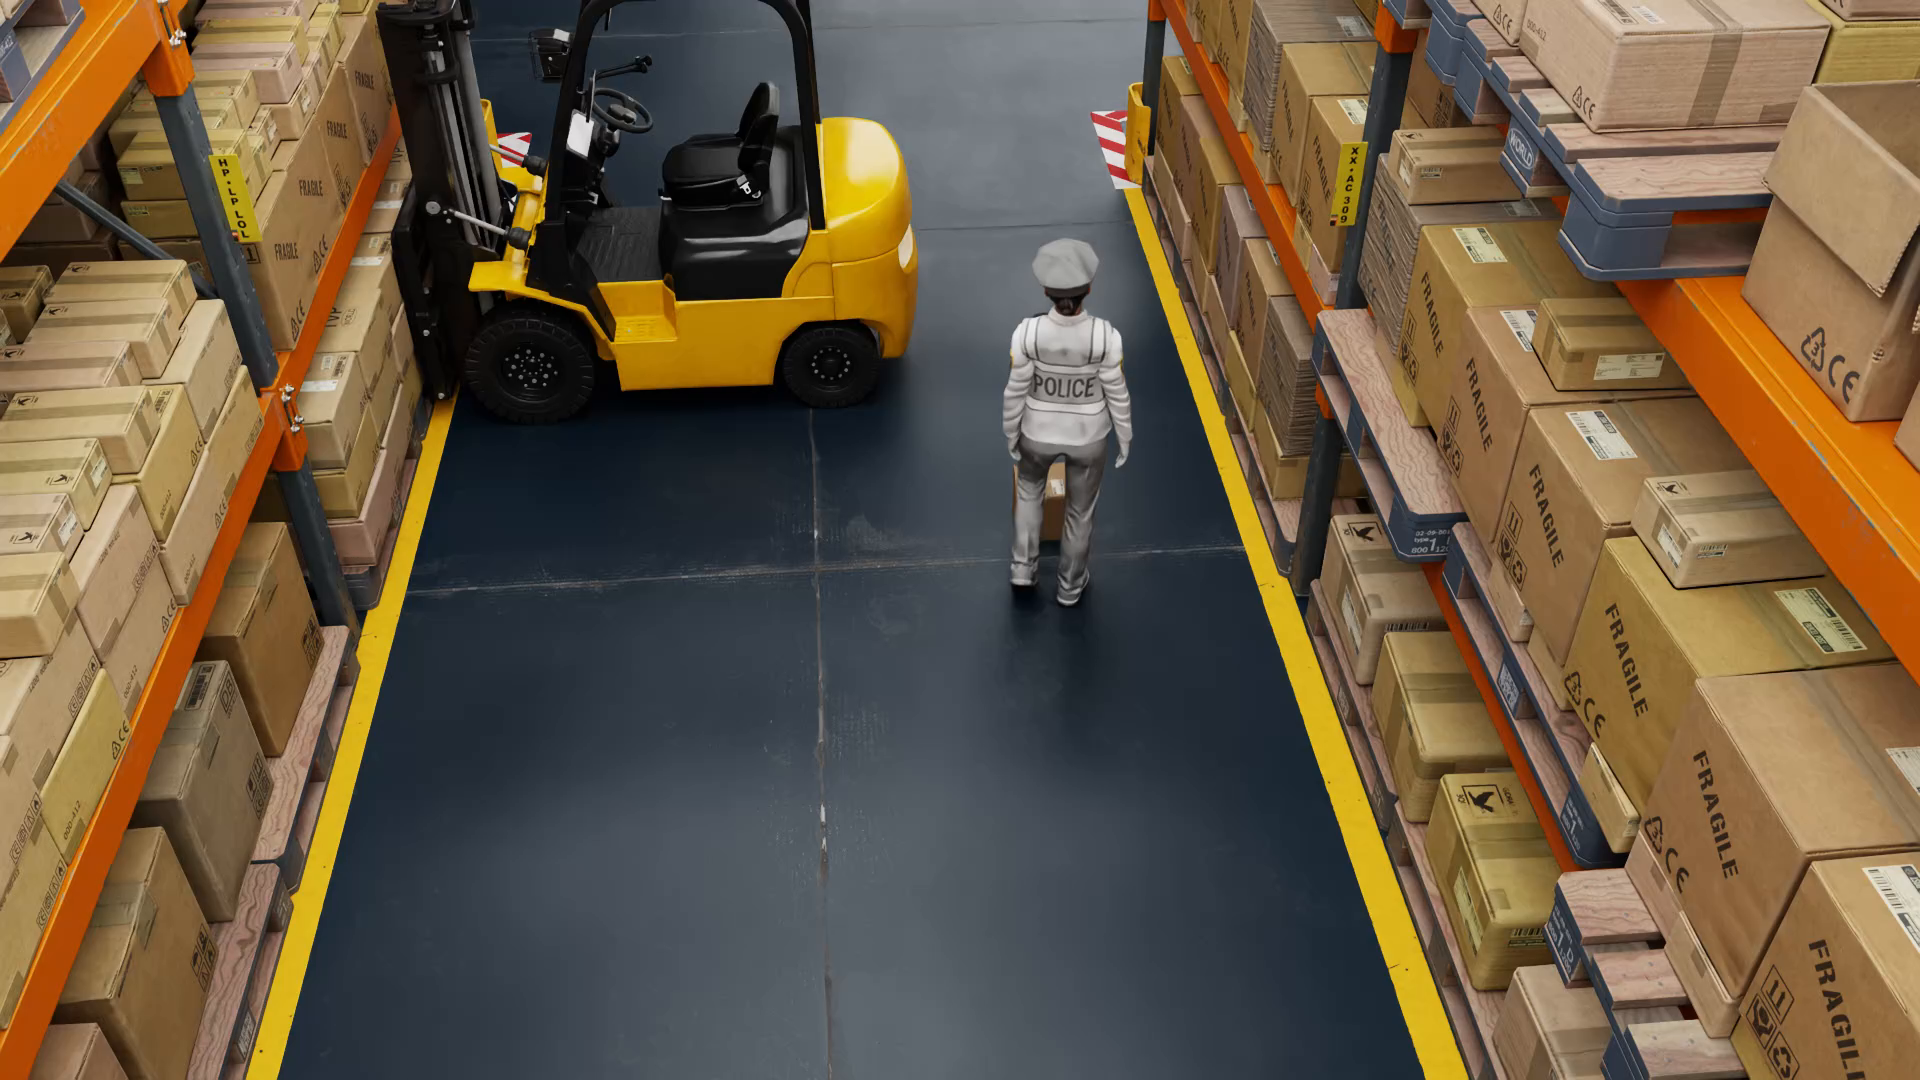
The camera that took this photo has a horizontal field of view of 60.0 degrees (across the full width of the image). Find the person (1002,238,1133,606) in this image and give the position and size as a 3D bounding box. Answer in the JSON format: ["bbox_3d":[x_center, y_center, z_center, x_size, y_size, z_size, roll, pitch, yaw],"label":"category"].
[{"bbox_3d":[0.435,-0.425,6.670,0.517,1.712,0.379,6,40,8],"label":"person"}]
